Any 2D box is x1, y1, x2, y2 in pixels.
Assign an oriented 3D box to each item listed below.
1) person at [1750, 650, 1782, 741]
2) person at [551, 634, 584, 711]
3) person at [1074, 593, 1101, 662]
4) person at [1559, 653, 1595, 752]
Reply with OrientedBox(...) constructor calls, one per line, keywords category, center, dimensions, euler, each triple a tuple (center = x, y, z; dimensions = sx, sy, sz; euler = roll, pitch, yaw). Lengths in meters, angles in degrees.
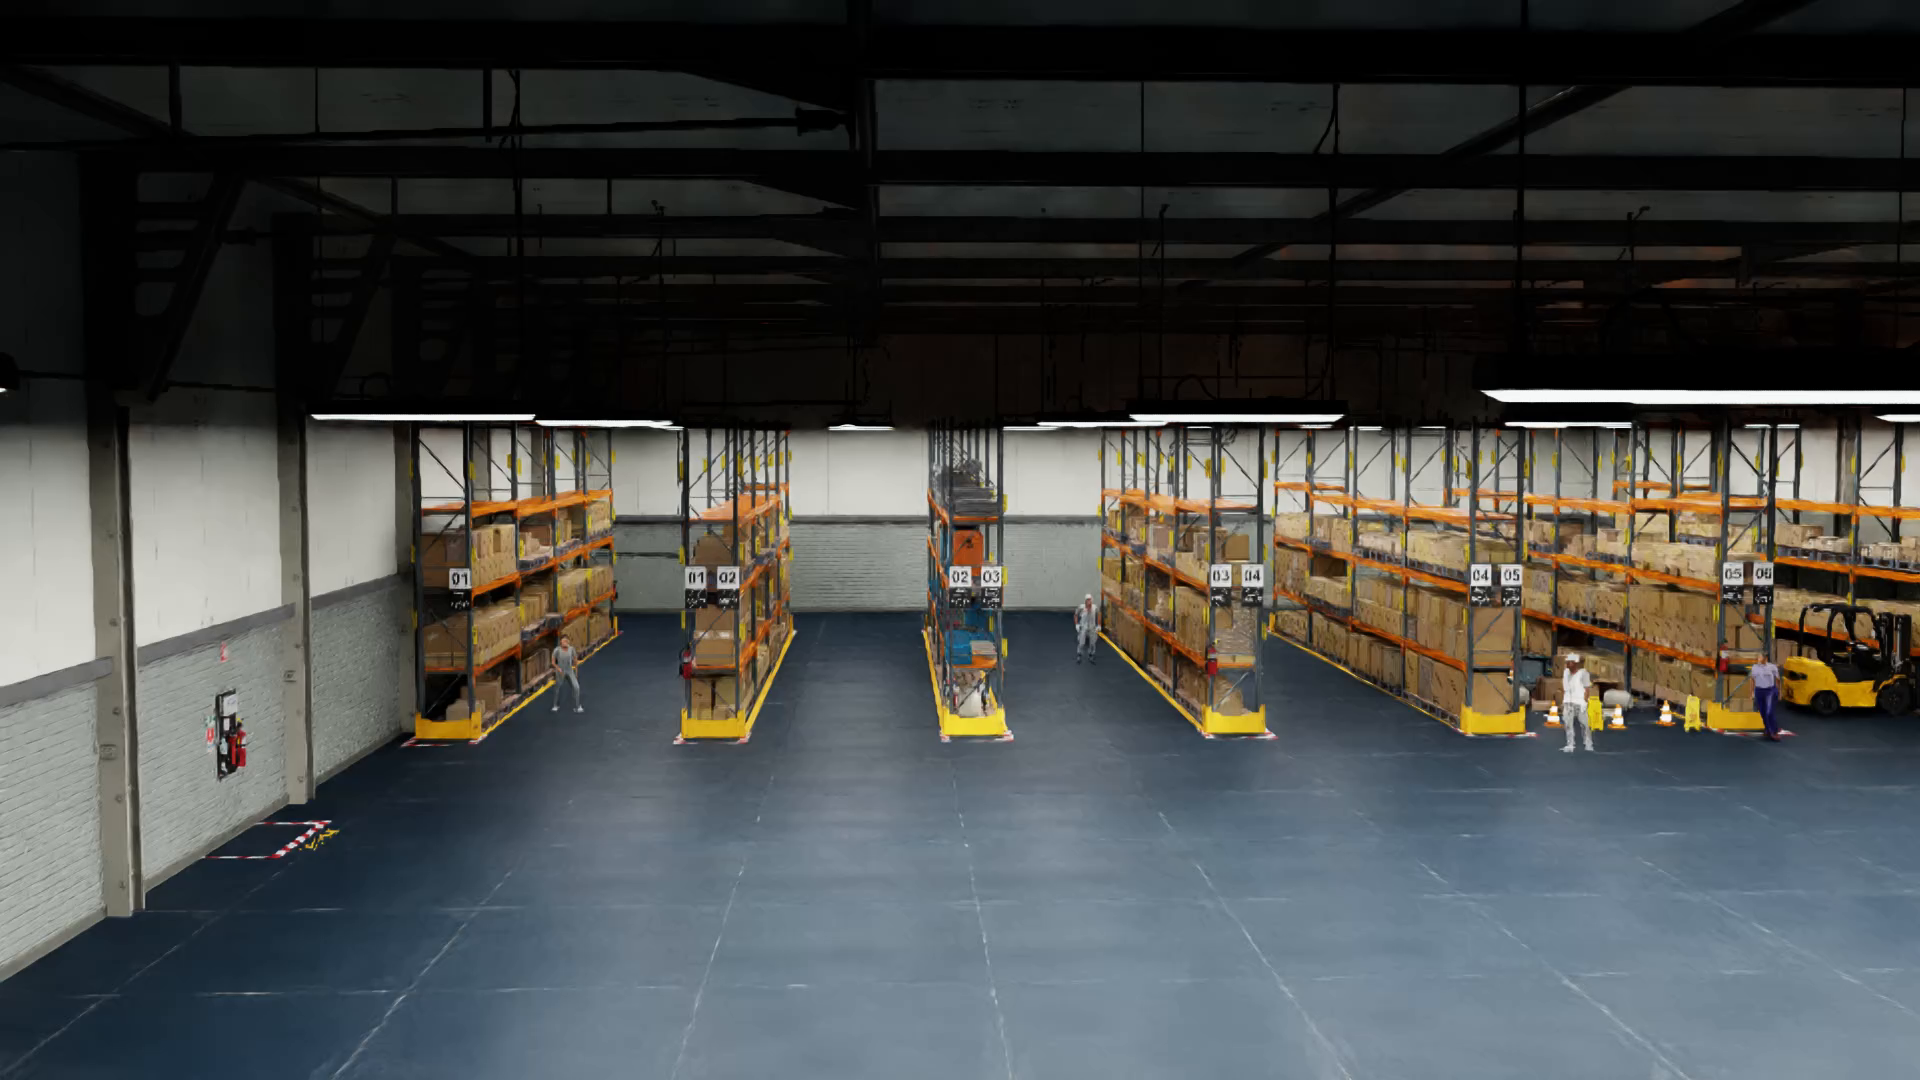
OrientedBox(category="person", center=(15.080, 2.879, 31.045), dimensions=(0.475, 1.654, 0.610), euler=(-3, 5, -38))
OrientedBox(category="person", center=(-8.041, 2.697, 33.928), dimensions=(0.613, 1.607, 0.802), euler=(-1, 4, -22))
OrientedBox(category="person", center=(3.160, 2.177, 41.150), dimensions=(0.677, 1.742, 0.552), euler=(0, 4, -4))
OrientedBox(category="person", center=(11.020, 2.904, 29.722), dimensions=(0.624, 1.782, 0.579), euler=(-3, 5, -37))
